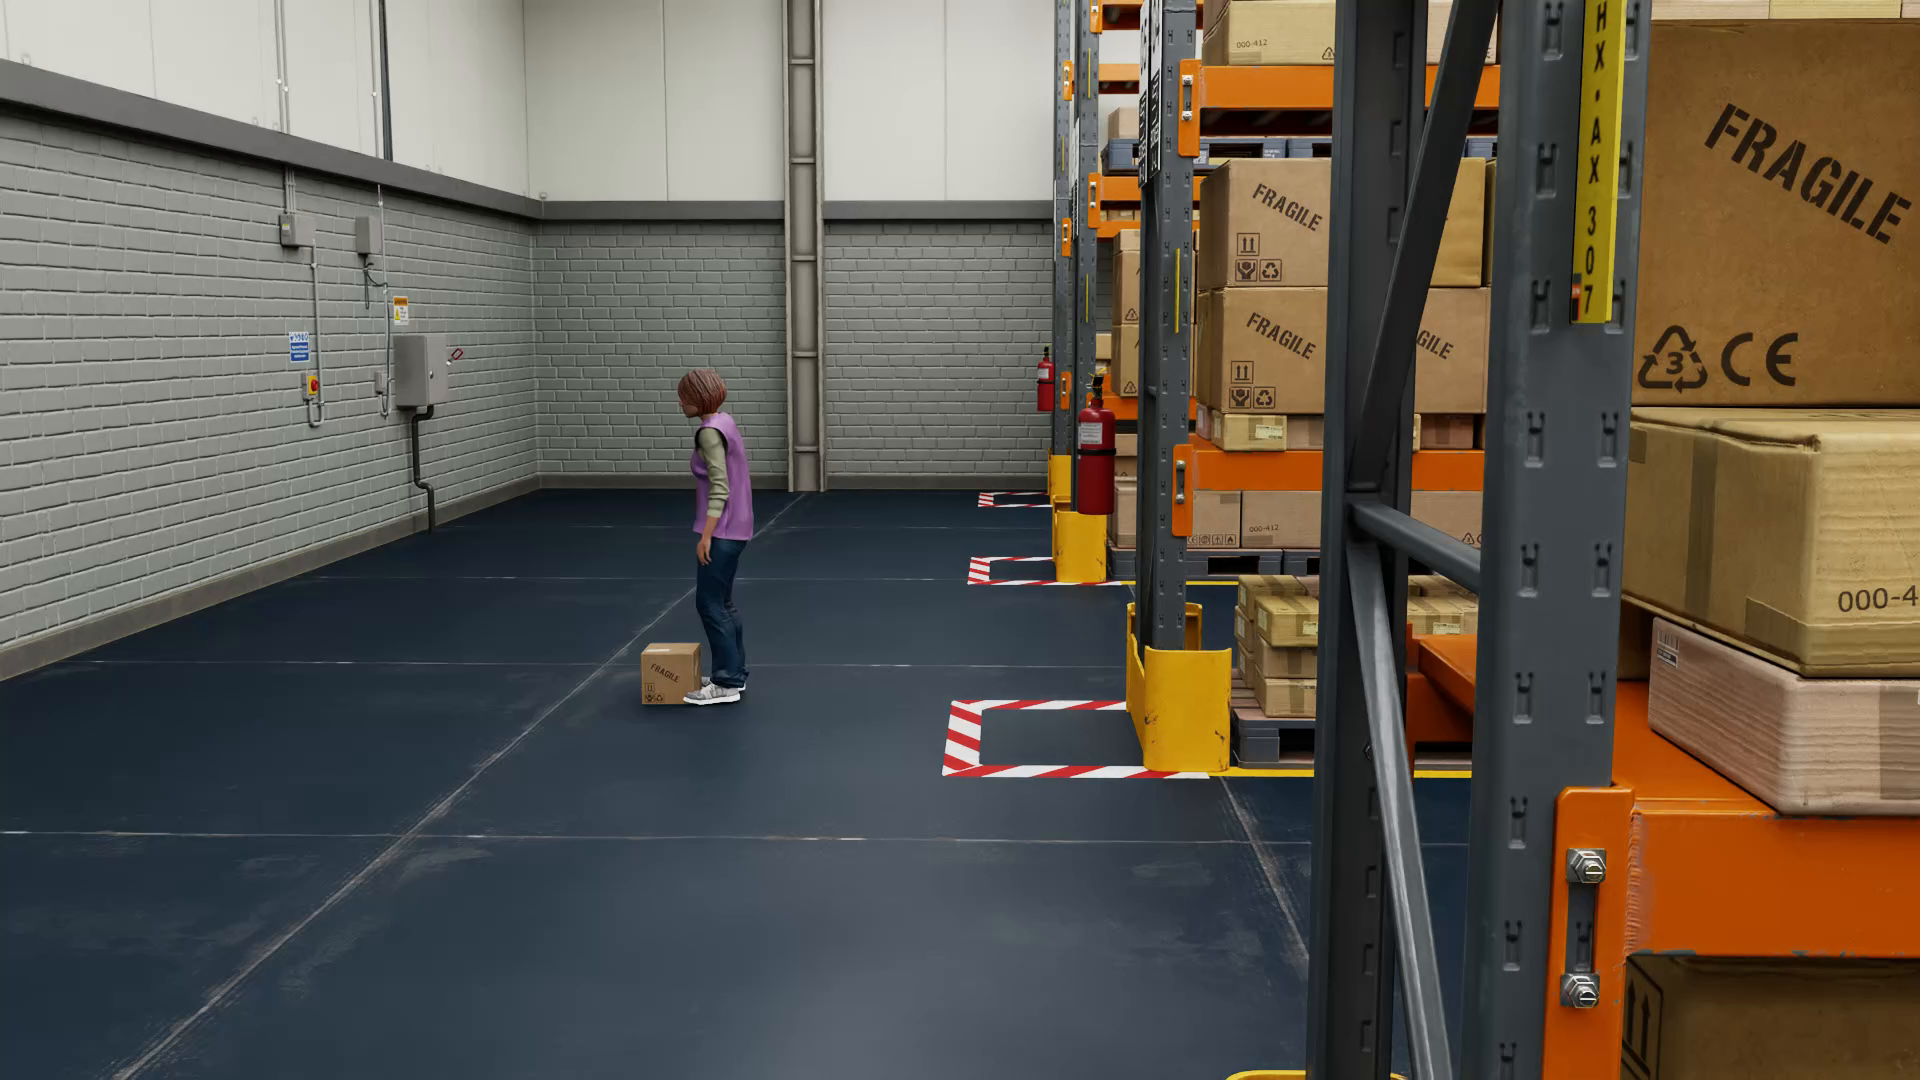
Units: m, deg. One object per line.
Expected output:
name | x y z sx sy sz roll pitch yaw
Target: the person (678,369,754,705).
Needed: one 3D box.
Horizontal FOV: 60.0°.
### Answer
person | -1.160 -0.019 7.966 0.340 1.594 0.484 0 7 -2
